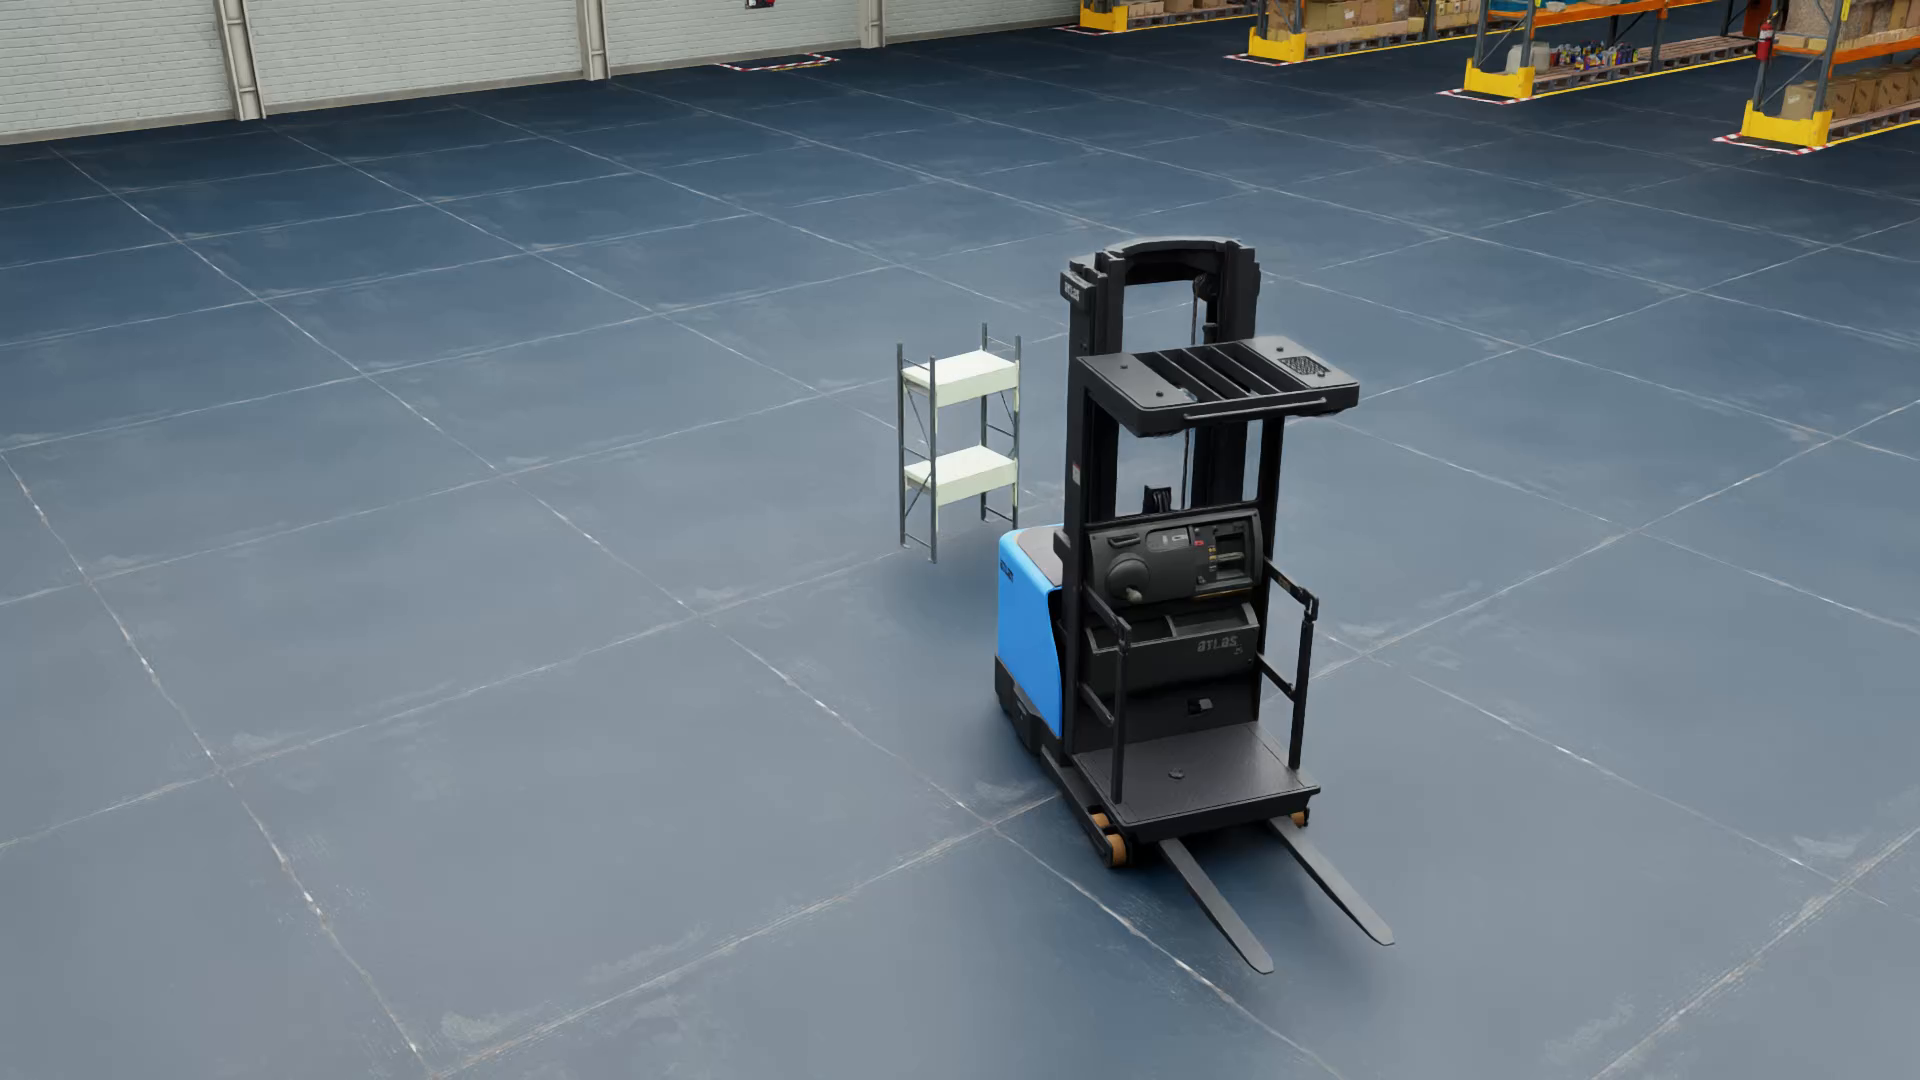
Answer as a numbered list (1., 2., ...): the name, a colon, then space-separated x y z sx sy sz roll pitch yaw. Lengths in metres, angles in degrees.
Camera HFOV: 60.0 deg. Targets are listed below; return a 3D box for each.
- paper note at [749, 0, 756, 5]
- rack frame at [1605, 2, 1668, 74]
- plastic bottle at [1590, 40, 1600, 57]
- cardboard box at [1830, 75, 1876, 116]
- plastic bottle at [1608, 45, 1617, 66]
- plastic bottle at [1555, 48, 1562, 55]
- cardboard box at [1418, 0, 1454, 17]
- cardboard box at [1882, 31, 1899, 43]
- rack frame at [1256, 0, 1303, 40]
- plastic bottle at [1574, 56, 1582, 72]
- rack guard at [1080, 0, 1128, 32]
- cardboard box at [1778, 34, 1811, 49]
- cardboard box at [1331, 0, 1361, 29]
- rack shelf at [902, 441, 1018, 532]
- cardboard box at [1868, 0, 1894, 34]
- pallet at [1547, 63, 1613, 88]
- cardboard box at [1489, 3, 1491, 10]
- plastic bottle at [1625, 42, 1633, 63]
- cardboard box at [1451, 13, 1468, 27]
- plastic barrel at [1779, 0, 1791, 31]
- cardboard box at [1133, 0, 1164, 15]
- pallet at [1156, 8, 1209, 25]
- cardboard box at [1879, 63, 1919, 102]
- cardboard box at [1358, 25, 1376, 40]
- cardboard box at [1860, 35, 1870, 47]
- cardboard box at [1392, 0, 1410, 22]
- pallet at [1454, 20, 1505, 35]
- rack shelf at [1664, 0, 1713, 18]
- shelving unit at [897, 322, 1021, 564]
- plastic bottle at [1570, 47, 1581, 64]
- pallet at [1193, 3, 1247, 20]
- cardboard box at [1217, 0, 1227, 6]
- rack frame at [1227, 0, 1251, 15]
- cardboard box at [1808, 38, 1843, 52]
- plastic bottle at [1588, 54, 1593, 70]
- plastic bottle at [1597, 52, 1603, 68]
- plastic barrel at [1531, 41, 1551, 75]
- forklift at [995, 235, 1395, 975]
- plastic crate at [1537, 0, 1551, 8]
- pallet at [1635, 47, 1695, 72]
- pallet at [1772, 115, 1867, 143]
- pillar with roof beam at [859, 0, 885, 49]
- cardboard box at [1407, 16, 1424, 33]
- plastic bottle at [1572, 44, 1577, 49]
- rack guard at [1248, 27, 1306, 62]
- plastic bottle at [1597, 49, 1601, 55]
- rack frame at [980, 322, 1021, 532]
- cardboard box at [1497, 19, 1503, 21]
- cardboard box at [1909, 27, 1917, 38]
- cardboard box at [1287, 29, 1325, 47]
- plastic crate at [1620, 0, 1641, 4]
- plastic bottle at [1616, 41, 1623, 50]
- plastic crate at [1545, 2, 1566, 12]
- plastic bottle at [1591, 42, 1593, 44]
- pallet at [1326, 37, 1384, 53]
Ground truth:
1. paper note: -3.876 -10.064 31.046 0.142 0.148 0.016 -18 31 -34
2. rack frame: 12.240 -9.964 29.783 0.127 3.000 1.000 -18 31 -34
3. plastic bottle: 11.437 -8.842 29.989 0.185 0.351 0.144 -18 31 -34
4. cardboard box: 13.603 -6.820 25.480 0.500 0.500 0.500 -15 29 -29
5. plastic bottle: 11.505 -8.565 29.393 0.185 0.351 0.144 -18 31 -34
6. plastic bottle: 10.591 -8.603 29.565 0.135 0.276 0.152 -19 31 -35
7. cardboard box: 9.665 -10.828 33.746 0.500 0.311 0.500 -18 30 -34
8. cardboard box: 13.760 -7.522 24.821 0.250 0.149 0.380 -18 31 -34
9. rack frame: 6.038 -10.566 31.082 0.127 3.000 1.000 -18 31 -34
10. plastic bottle: 10.711 -8.254 28.818 0.097 0.271 0.097 0 25 0
11. rack guard: 3.038 -11.092 35.184 0.348 0.500 1.175 -18 31 -34
12. cardboard box: 12.245 -7.312 24.368 0.250 0.149 0.380 -18 31 -34
13. cardboard box: 7.375 -10.180 32.126 0.500 0.500 0.500 -18 31 -34
14. rack shelf: -0.005 -0.383 11.695 0.720 0.370 0.431 -18 31 -34
15. cardboard box: 13.337 -7.883 24.828 0.500 0.500 0.875 -18 31 -34
16. pallet: 10.725 -8.219 29.337 1.213 0.211 1.003 -18 31 -34
17. cardboard box: 10.874 -11.228 34.608 0.500 0.311 0.500 -17 30 -33
18. plastic bottle: 11.911 -8.699 29.682 0.185 0.351 0.144 -19 31 -35
19. cardboard box: 10.059 -10.704 34.145 0.500 0.250 0.500 -17 30 -33
20. plastic barrel: 16.650 -10.525 33.359 0.708 0.588 0.600 -18 31 -34
21. cardboard box: 4.027 -11.484 35.731 0.500 0.311 0.500 -15 29 -30
22. pallet: 4.659 -11.476 36.354 1.213 0.211 1.003 -18 31 -34
23. cardboard box: 14.956 -7.289 26.490 0.500 0.500 0.500 -19 31 -36
24. cardboard box: 7.779 -9.964 32.552 0.500 0.250 0.500 -18 31 -34
25. cardboard box: 13.118 -7.355 24.461 0.250 0.149 0.380 -18 31 -34
26. cardboard box: 8.555 -10.570 32.966 0.500 0.500 0.500 -18 31 -34
27. pallet: 10.702 -10.864 35.034 1.213 0.211 1.003 -18 31 -34
28. rack shelf: 13.813 -10.157 31.054 4.000 0.370 1.077 -18 31 -34
29. shelving unit: -0.005 -0.679 11.558 0.755 1.500 0.431 -18 31 -34
30. plastic bottle: 10.976 -8.654 29.673 0.135 0.276 0.152 -18 31 -34
31. pallet: 5.620 -11.795 37.040 1.213 0.211 1.003 -18 31 -34
32. cardboard box: 5.724 -12.011 37.037 0.380 0.166 0.250 22 33 39
33. rack frame: 6.126 -13.246 36.854 0.127 3.000 1.000 -18 31 -34
34. cardboard box: 12.520 -7.165 24.051 0.250 0.149 0.380 -18 31 -34
35. plastic bottle: 10.981 -8.343 29.010 0.097 0.271 0.097 0 25 0
36. plastic bottle: 11.219 -8.422 29.179 0.097 0.271 0.097 0 25 0
37. plastic barrel: 9.957 -8.313 28.683 0.421 0.512 0.421 0 25 0
38. forklift: 1.155 0.119 8.138 1.130 2.935 3.031 -8 26 -17
39. plastic crate: 9.816 -9.253 28.428 0.408 0.251 0.499 -18 31 -34
40. pallet: 12.834 -8.916 30.837 1.213 0.211 1.003 -18 31 -34
41. pallet: 12.869 -6.238 25.068 1.213 0.211 1.003 -18 31 -34
42. pillar with roof beam: 0.931 -12.411 27.931 0.400 9.000 9.100 -18 31 -34
43. cardboard box: 8.956 -10.356 33.395 0.500 0.250 0.500 -18 31 -34
44. plastic bottle: 11.044 -8.781 29.938 0.133 0.283 0.061 -17 30 -32
45. rack guard: 6.019 -9.426 31.594 0.348 0.500 1.175 -18 31 -34
46. plastic bottle: 11.309 -8.529 29.395 0.133 0.283 0.061 -18 31 -34
47. rack frame: 0.283 -0.774 11.763 0.023 1.500 0.400 -18 31 -34
48. cardboard box: 11.269 -11.106 35.011 0.500 0.250 0.500 -17 30 -33
49. cardboard box: 14.294 -7.747 25.306 0.250 0.149 0.380 -18 31 -34
50. cardboard box: 6.598 -9.575 31.713 0.500 0.250 0.500 -18 31 -34
51. plastic crate: 11.536 -9.519 29.001 0.616 0.251 0.499 -18 31 -34
52. plastic bottle: 11.822 -8.747 29.784 0.185 0.351 0.144 -18 31 -34
53. plastic crate: 9.995 -8.931 27.871 0.250 0.136 0.298 -18 31 -34
54. plastic bottle: 11.481 -8.897 30.198 0.135 0.276 0.152 -17 30 -32
55. pallet: 7.574 -9.829 32.806 1.213 0.211 1.003 -18 31 -34
